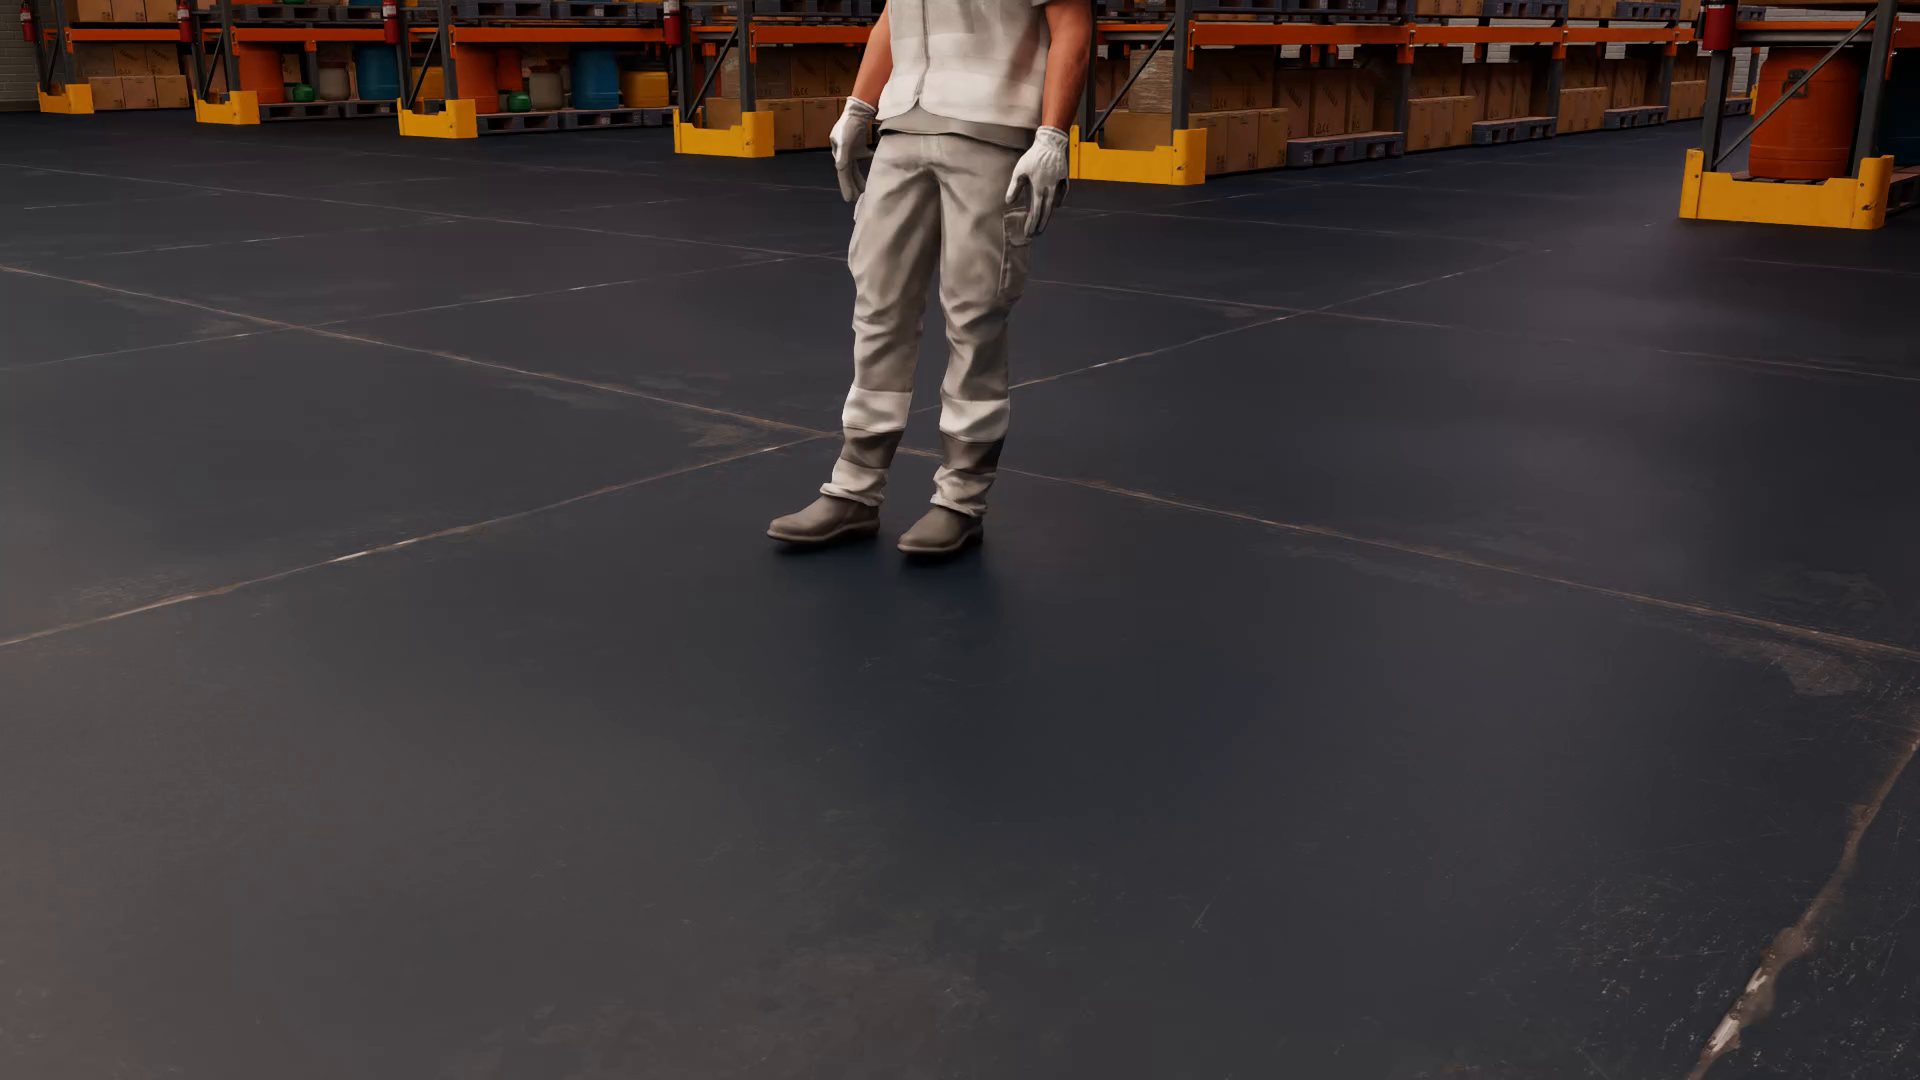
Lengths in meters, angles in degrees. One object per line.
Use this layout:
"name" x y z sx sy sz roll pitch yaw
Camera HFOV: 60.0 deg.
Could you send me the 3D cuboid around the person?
"person" -0.060 -0.846 3.627 0.638 1.789 0.562 13 21 37
